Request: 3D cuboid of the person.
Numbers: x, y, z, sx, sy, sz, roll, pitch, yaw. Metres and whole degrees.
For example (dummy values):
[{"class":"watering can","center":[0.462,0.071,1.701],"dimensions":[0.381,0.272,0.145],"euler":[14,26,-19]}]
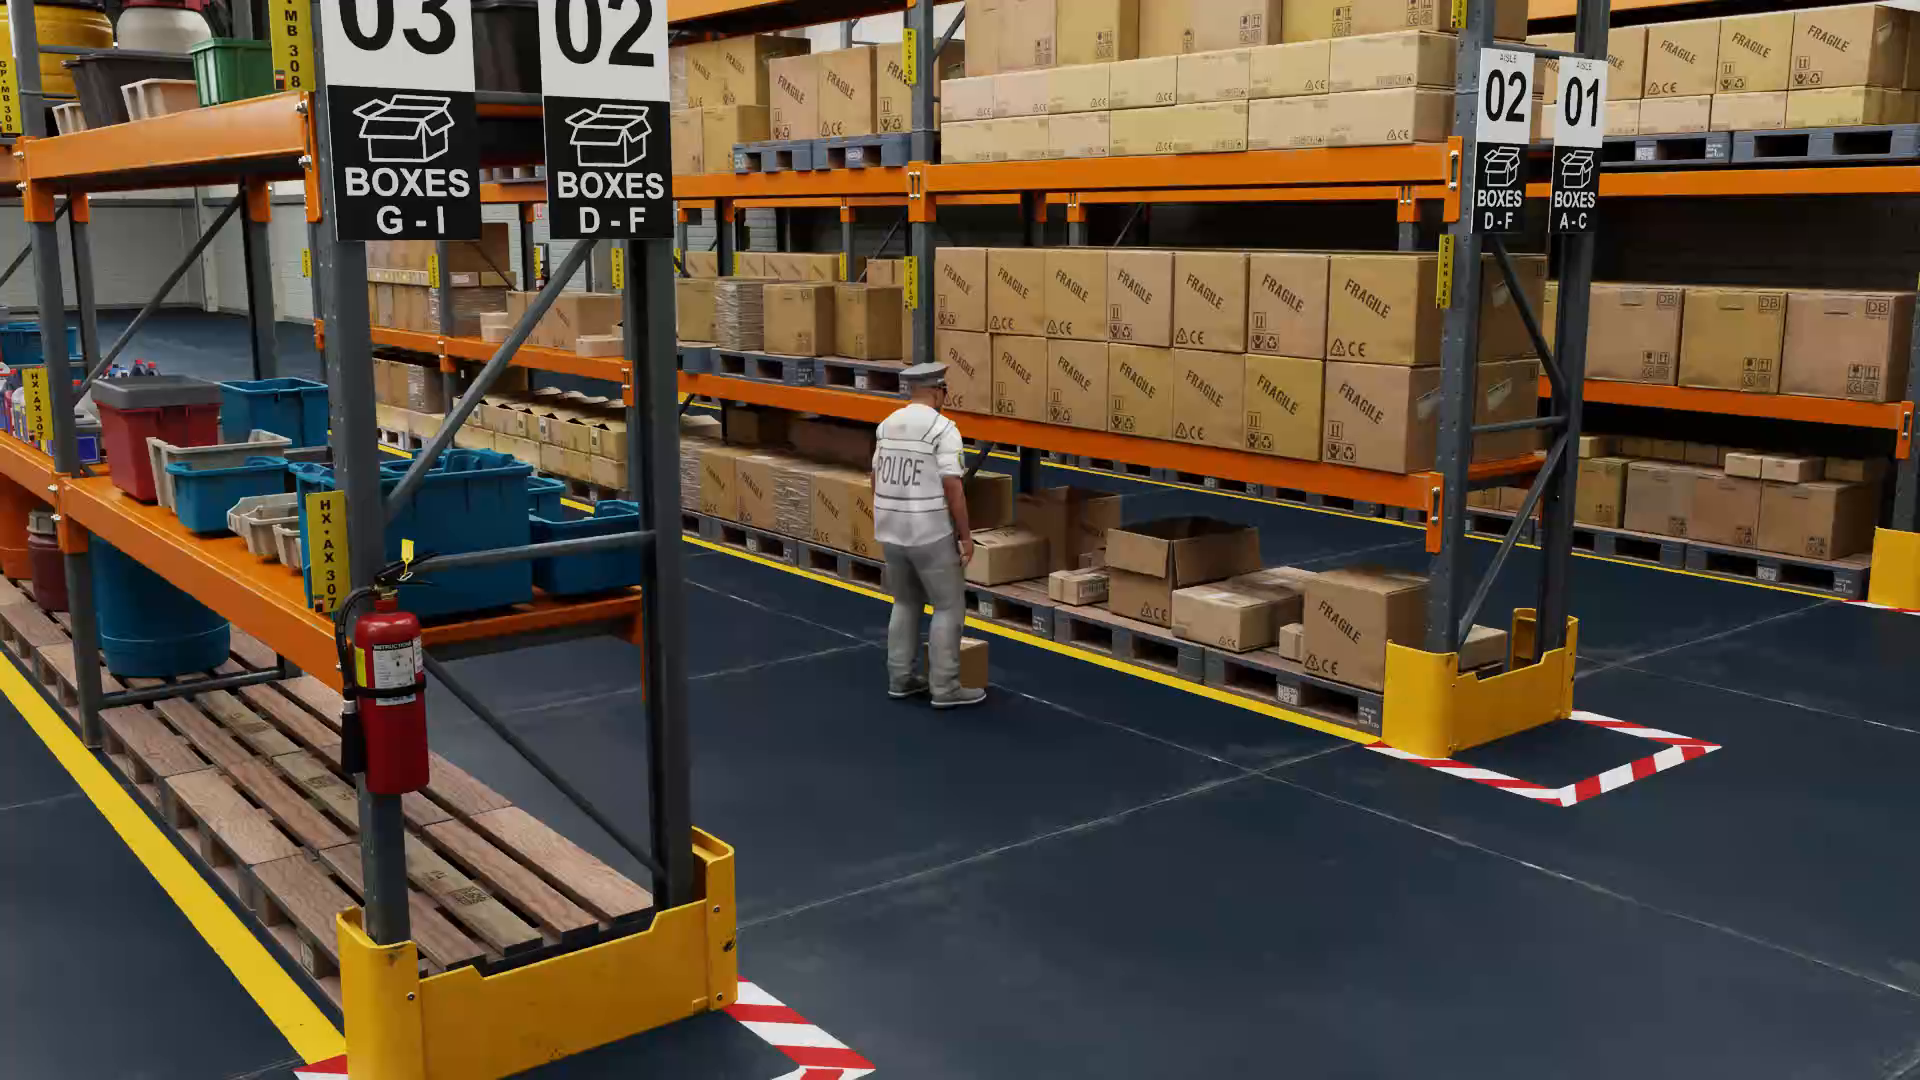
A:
[{"class":"person","center":[-0.201,-0.028,8.552],"dimensions":[0.606,1.750,0.431],"euler":[8,14,38]}]
